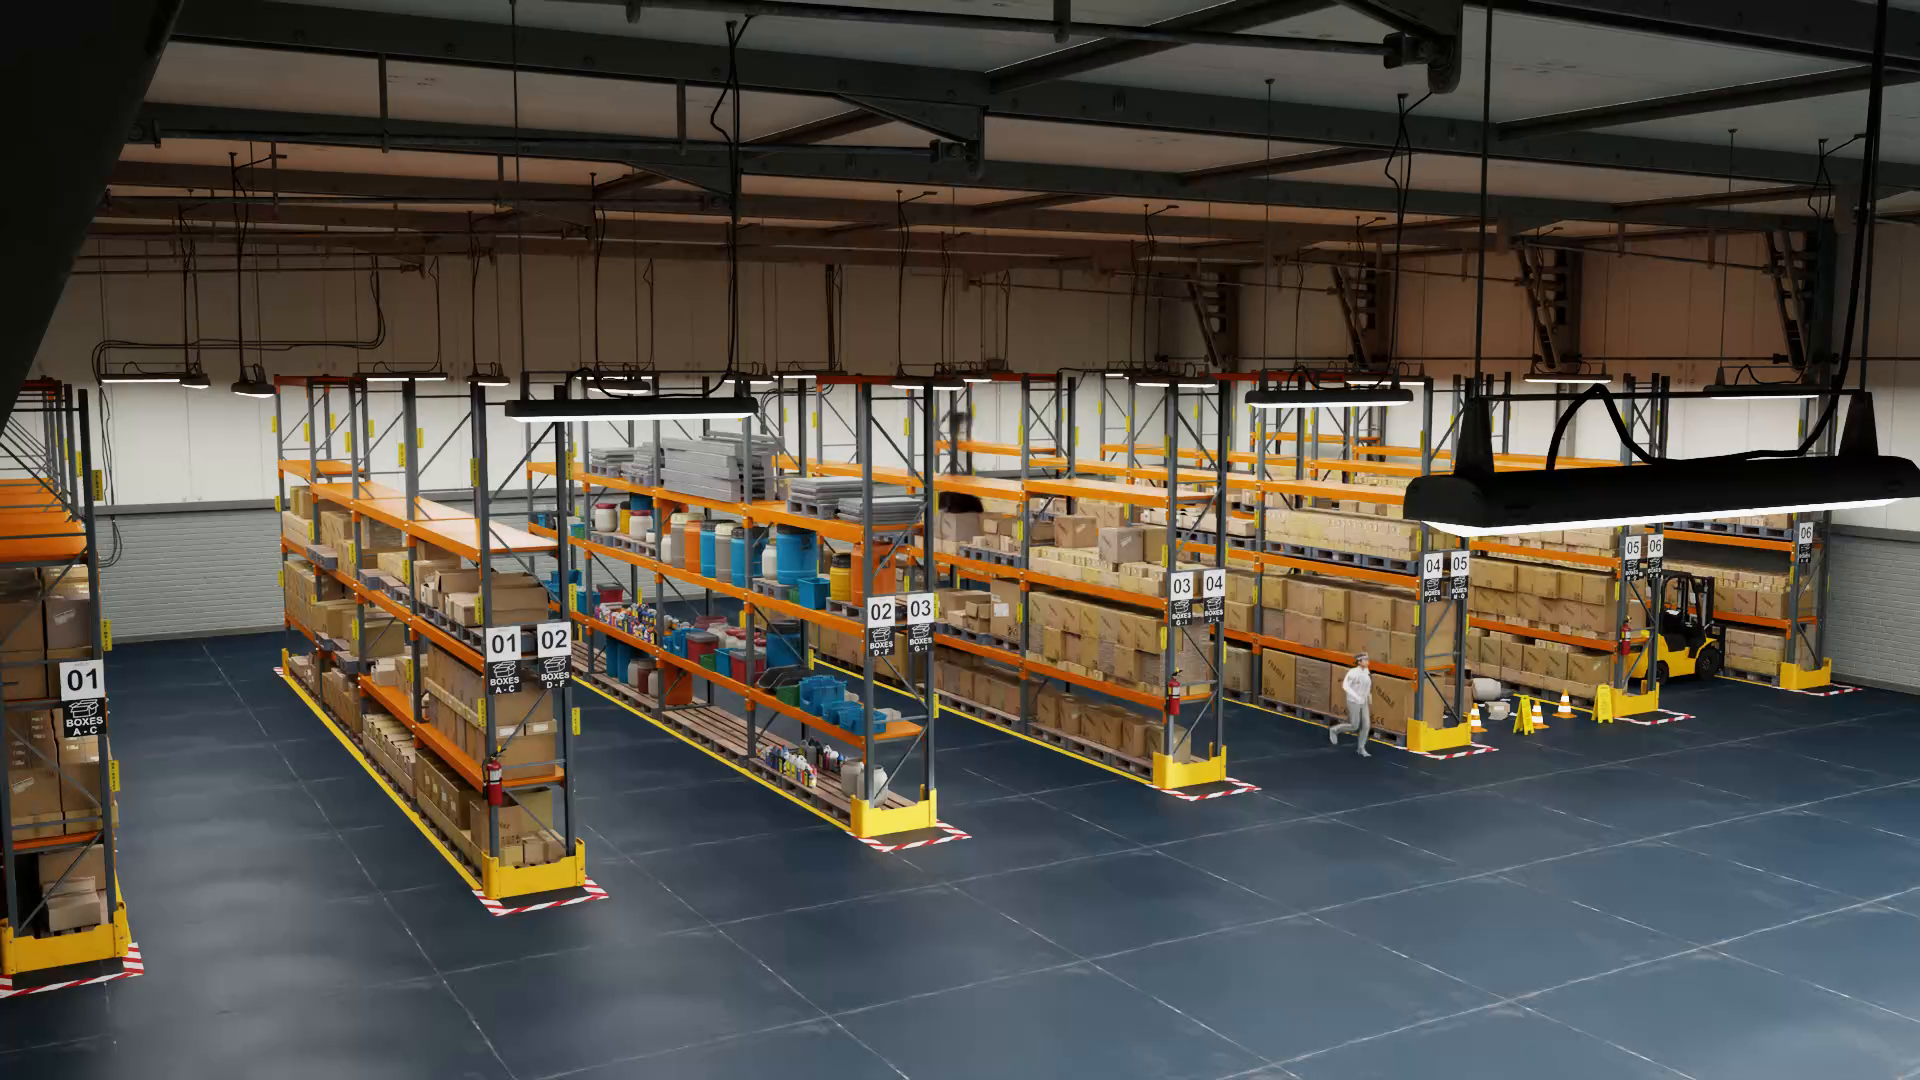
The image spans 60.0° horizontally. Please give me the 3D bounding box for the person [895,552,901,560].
[{"bbox_3d":[-1.692,0.986,40.834,0.661,1.777,0.960,4,7,32],"label":"person"}]

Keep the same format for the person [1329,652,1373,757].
[{"bbox_3d":[6.362,2.609,26.763,0.668,1.689,0.741,-6,8,-42],"label":"person"}]
